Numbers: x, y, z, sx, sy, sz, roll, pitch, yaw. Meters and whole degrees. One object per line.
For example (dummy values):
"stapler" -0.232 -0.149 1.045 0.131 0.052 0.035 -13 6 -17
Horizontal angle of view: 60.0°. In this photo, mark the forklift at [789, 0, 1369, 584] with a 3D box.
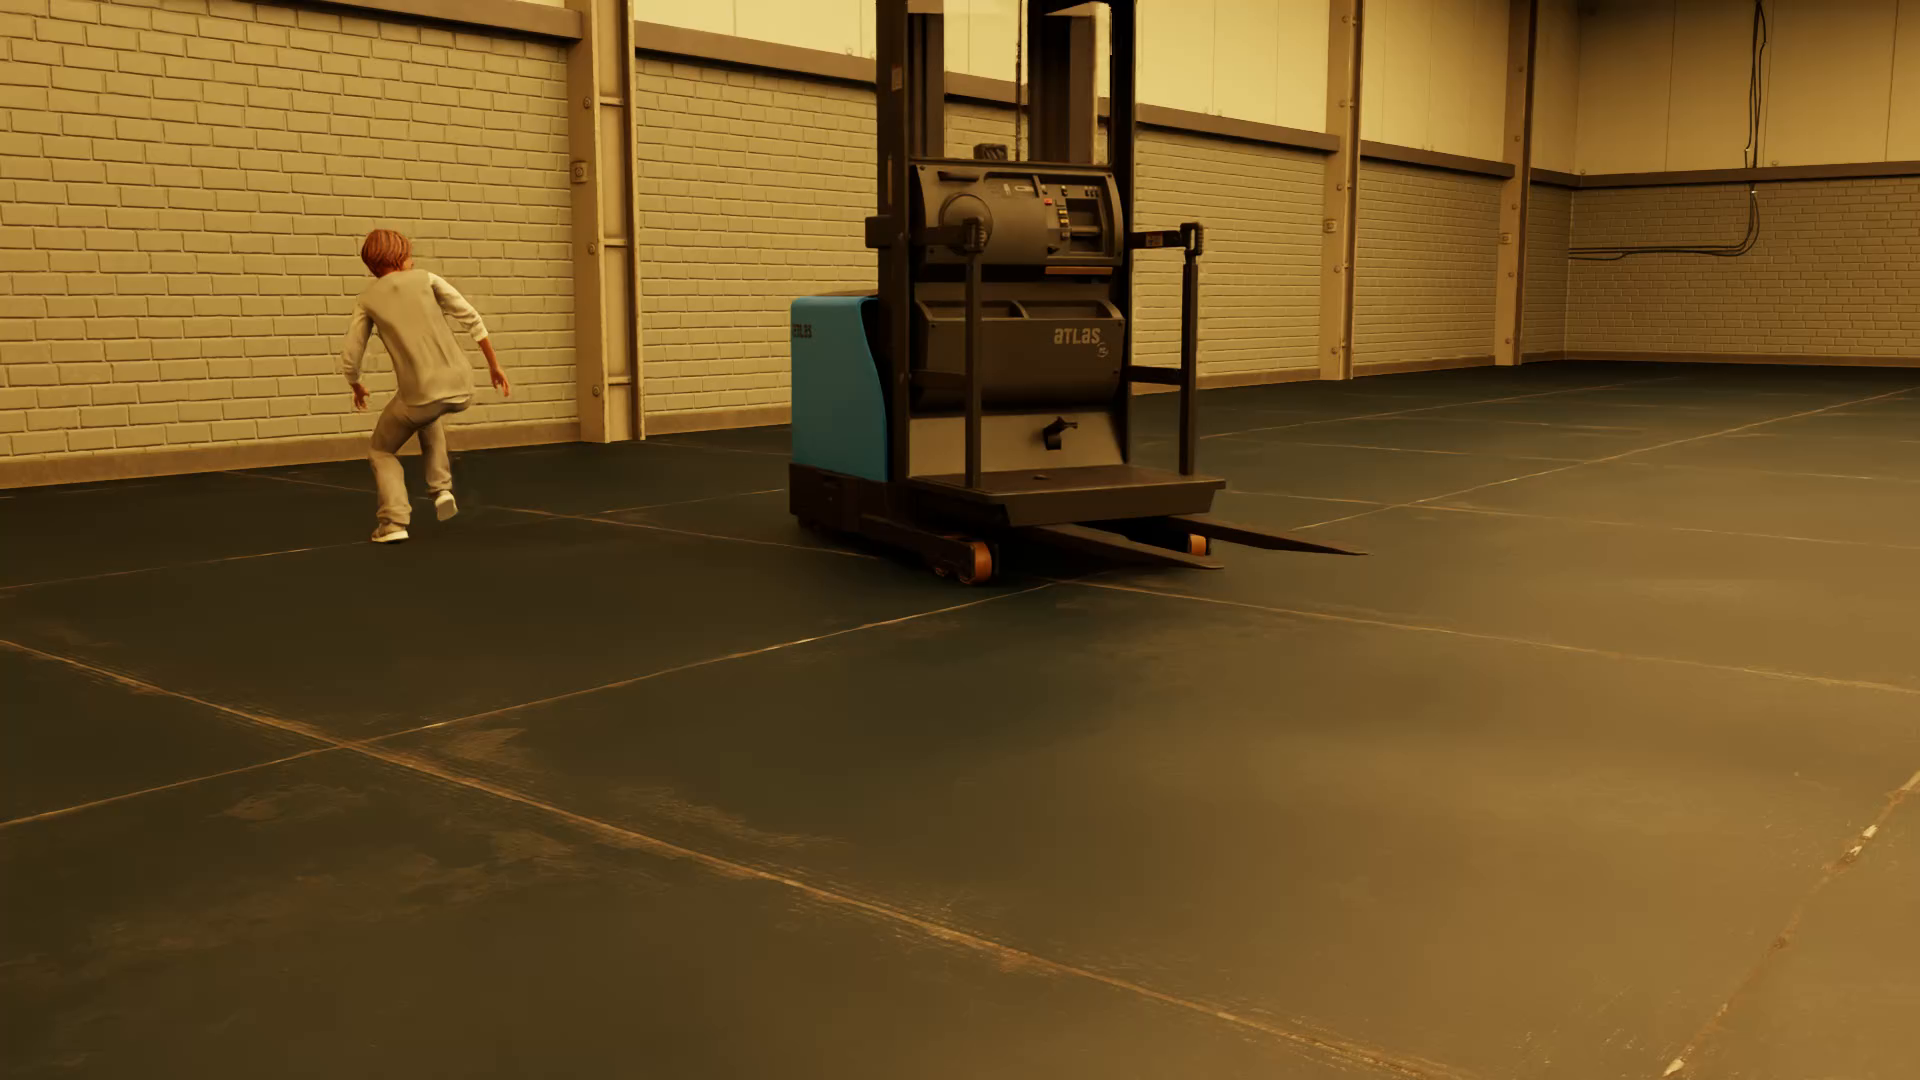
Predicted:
"forklift" 0.354 -1.357 6.555 1.130 2.935 3.031 -5 9 -28

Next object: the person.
"person" -2.437 -0.694 7.497 0.649 1.389 0.636 -6 10 -34
